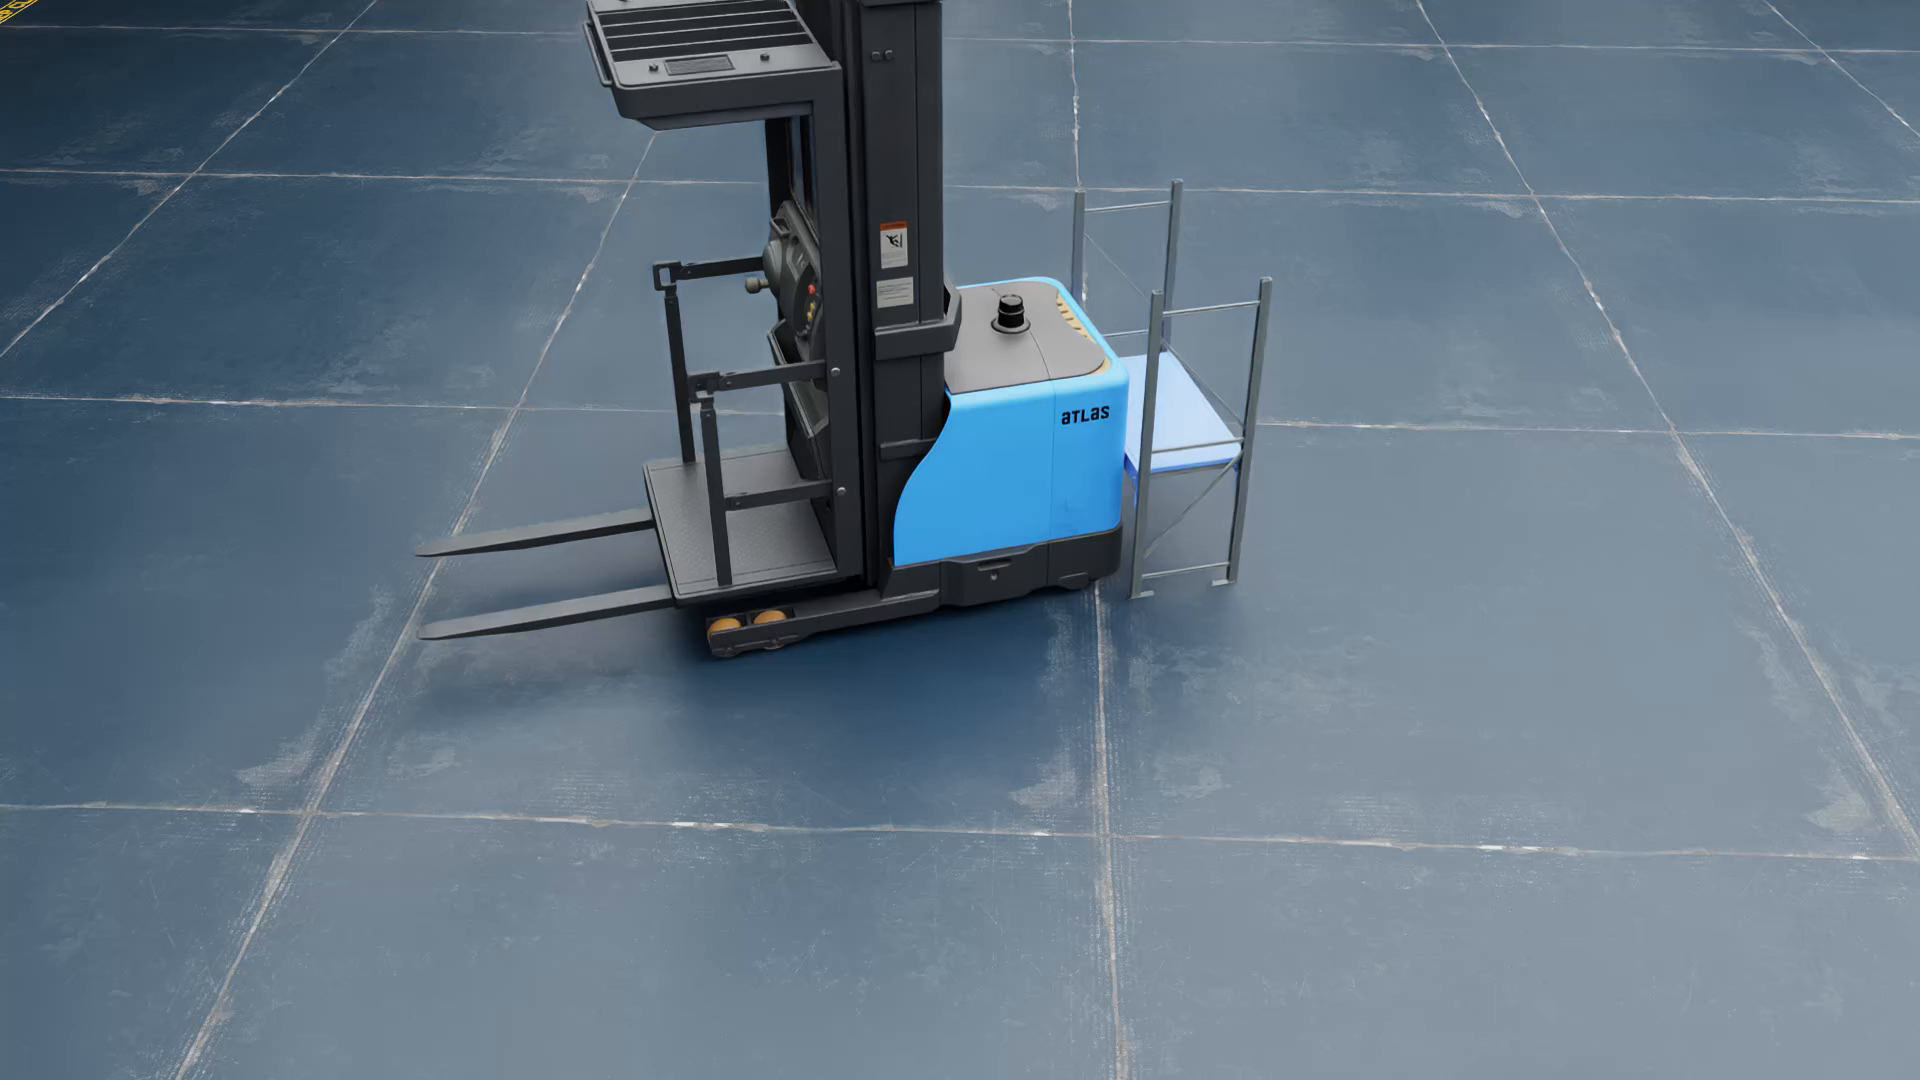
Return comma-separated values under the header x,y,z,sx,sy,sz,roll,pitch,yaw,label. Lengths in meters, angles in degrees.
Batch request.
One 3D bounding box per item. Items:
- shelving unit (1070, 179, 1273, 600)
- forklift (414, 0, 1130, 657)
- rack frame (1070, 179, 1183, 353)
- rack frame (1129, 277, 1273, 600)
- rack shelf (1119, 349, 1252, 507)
x,y,z,sx,sy,sz,roll,pitch,yaw,label
0.875,-0.677,7.408,0.538,1.500,1.048,-8,36,-12,shelving unit
-0.854,-1.041,6.683,3.031,2.935,1.130,-9,36,-13,forklift
0.751,-0.960,7.812,0.500,1.500,0.032,-8,36,-12,rack frame
0.999,-0.393,7.005,0.500,1.500,0.032,-8,36,-12,rack frame
0.875,-0.530,7.512,0.538,0.185,1.000,-8,36,-12,rack shelf
